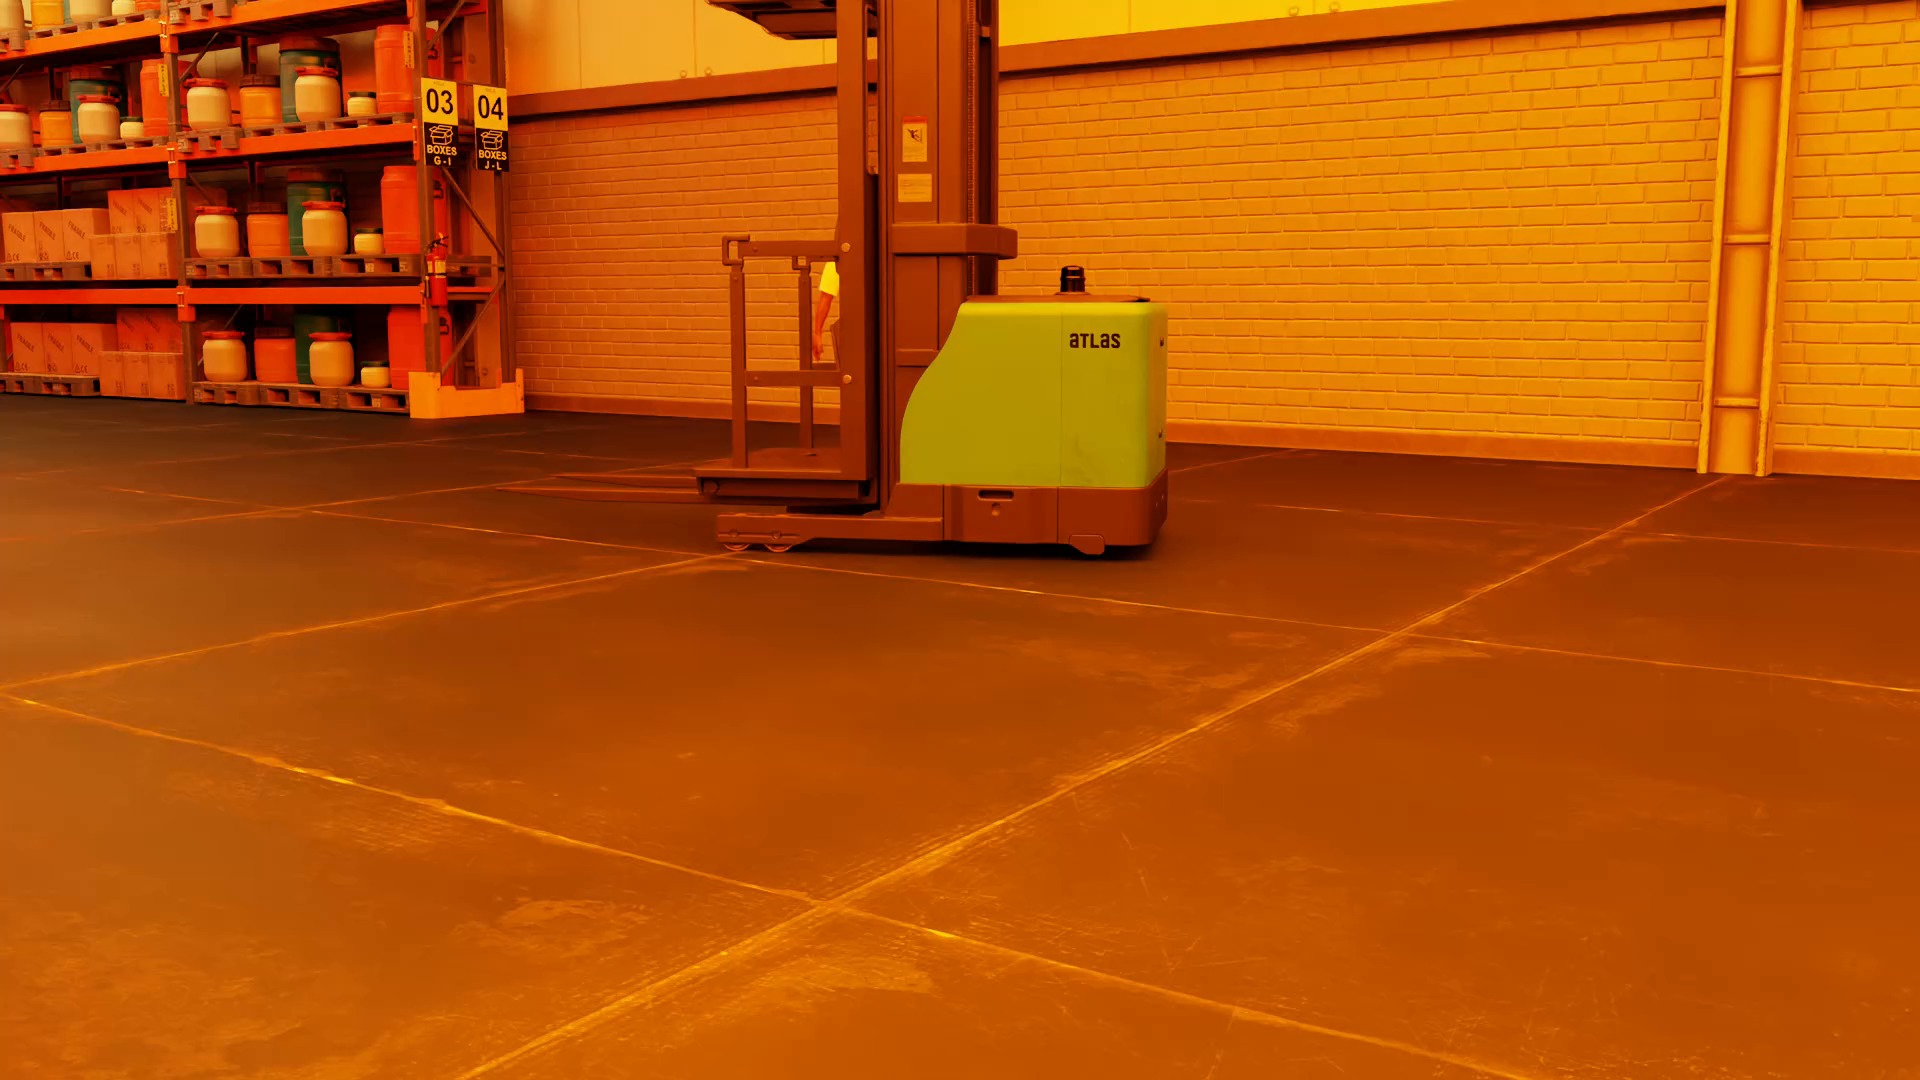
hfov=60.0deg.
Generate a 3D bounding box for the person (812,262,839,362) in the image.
[{"bbox_3d":[-0.602,-1.411,11.358,0.831,1.738,0.425,-1,8,-4],"label":"person"}]

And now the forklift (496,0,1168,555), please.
[{"bbox_3d":[-0.596,-1.469,7.520,3.031,2.935,1.130,2,8,12],"label":"forklift"}]
